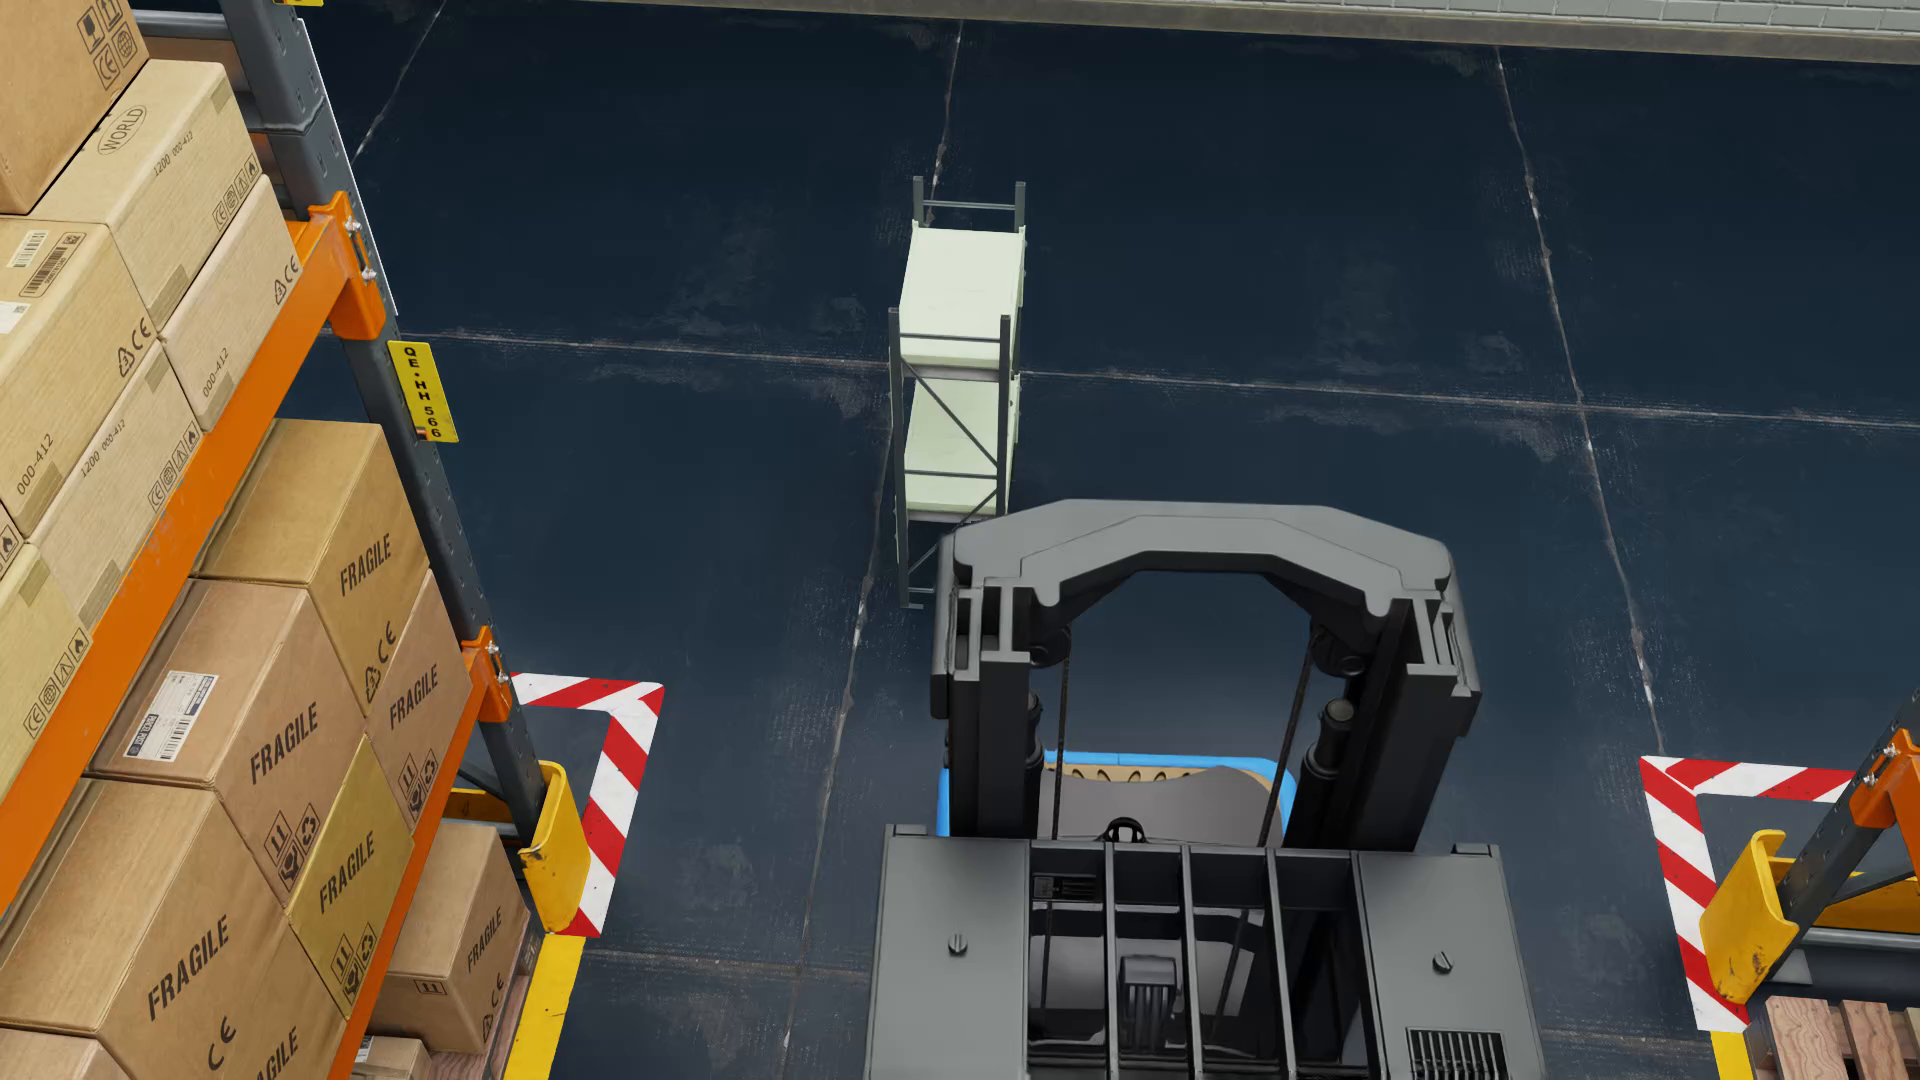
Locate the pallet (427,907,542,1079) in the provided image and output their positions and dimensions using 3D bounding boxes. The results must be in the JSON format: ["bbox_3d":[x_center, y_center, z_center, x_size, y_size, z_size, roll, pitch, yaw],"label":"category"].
[{"bbox_3d":[-1.943,1.668,5.107,1.003,0.211,1.213,4,48,4],"label":"pallet"}]

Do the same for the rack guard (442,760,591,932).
[{"bbox_3d":[-1.871,0.985,5.536,1.175,0.500,0.348,4,48,4],"label":"rack guard"}]

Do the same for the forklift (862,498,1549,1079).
[{"bbox_3d":[0.394,1.435,3.477,1.130,2.935,3.031,2,48,2],"label":"forklift"}]

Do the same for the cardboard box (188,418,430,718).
[{"bbox_3d":[-1.631,0.060,3.943,0.500,0.500,0.500,3,48,3],"label":"cardboard box"}]

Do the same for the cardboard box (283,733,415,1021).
[{"bbox_3d":[-1.678,0.781,3.961,0.500,0.500,0.500,4,48,4],"label":"cardboard box"}]

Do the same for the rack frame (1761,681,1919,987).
[{"bbox_3d":[3.068,0.421,4.358,1.000,3.000,0.127,4,48,4],"label":"rack frame"}]

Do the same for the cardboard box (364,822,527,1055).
[{"bbox_3d":[-1.668,1.197,5.044,0.500,0.500,0.500,4,48,4],"label":"cardboard box"}]

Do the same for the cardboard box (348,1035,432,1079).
[{"bbox_3d":[-1.795,1.601,4.901,0.380,0.166,0.250,4,48,4],"label":"cardboard box"}]

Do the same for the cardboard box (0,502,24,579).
[{"bbox_3d":[-1.751,0.084,2.396,0.500,0.250,0.500,4,48,4],"label":"cardboard box"}]

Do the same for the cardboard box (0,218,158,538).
[{"bbox_3d":[-1.702,-0.283,2.732,0.500,0.250,0.500,4,48,4],"label":"cardboard box"}]

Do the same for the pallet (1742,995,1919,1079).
[{"bbox_3d":[2.955,1.966,4.835,1.003,0.211,1.213,4,48,4],"label":"pallet"}]

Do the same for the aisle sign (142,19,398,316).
[{"bbox_3d":[-1.553,-0.821,3.733,0.394,0.787,0.004,4,48,4],"label":"aisle sign"}]

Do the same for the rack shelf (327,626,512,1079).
[{"bbox_3d":[-2.046,1.798,3.586,1.077,0.370,4.000,4,48,4],"label":"rack shelf"}]

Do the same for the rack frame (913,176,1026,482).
[{"bbox_3d":[0.033,-0.770,6.464,0.400,1.500,0.023,4,48,4],"label":"rack frame"}]

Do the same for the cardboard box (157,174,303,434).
[{"bbox_3d":[-1.648,-0.481,3.252,0.500,0.250,0.500,4,48,4],"label":"cardboard box"}]

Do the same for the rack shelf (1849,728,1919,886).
[{"bbox_3d":[2.886,2.134,3.279,1.077,0.370,4.000,4,48,4],"label":"rack shelf"}]

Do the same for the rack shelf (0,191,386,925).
[{"bbox_3d":[-2.046,0.786,2.479,1.077,0.370,4.000,4,48,4],"label":"rack shelf"}]

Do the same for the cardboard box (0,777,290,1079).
[{"bbox_3d":[-1.718,0.812,3.255,0.500,0.500,0.500,5,48,5],"label":"cardboard box"}]

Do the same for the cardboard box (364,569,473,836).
[{"bbox_3d":[-1.634,0.399,4.310,0.500,0.500,0.500,5,48,5],"label":"cardboard box"}]

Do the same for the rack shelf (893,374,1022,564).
[{"bbox_3d":[-0.001,-0.281,6.459,0.431,0.370,0.720,4,48,4],"label":"rack shelf"}]

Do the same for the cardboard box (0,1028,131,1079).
[{"bbox_3d":[-1.765,1.190,2.910,0.500,0.500,0.500,5,48,5],"label":"cardboard box"}]

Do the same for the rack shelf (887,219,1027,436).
[{"bbox_3d":[-0.001,-0.765,5.930,0.431,0.370,0.720,4,48,4],"label":"rack shelf"}]

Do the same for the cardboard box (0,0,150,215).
[{"bbox_3d":[-1.895,-0.919,2.806,0.700,0.500,0.500,4,48,4],"label":"cardboard box"}]

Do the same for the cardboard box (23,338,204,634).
[{"bbox_3d":[-1.705,-0.114,2.917,0.500,0.250,0.500,4,48,4],"label":"cardboard box"}]

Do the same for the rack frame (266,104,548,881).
[{"bbox_3d":[-1.864,0.085,4.665,1.000,3.000,0.127,4,48,4],"label":"rack frame"}]

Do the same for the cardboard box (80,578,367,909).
[{"bbox_3d":[-1.676,0.431,3.603,0.500,0.500,0.500,5,48,5],"label":"cardboard box"}]

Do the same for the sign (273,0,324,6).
[{"bbox_3d":[-1.313,-1.174,3.184,0.100,0.325,0.005,4,48,4],"label":"sign"}]

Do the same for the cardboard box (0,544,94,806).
[{"bbox_3d":[-1.737,0.254,2.580,0.500,0.250,0.500,4,48,4],"label":"cardboard box"}]

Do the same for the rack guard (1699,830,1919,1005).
[{"bbox_3d":[3.058,1.246,5.297,1.175,0.500,0.348,4,48,4],"label":"rack guard"}]

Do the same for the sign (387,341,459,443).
[{"bbox_3d":[-1.313,-0.360,4.074,0.100,0.325,0.005,4,48,4],"label":"sign"}]

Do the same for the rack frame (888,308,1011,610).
[{"bbox_3d":[-0.034,-0.232,5.972,0.400,1.500,0.023,4,48,4],"label":"rack frame"}]

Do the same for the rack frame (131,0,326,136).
[{"bbox_3d":[-1.864,-1.939,2.451,1.000,3.000,0.127,4,48,4],"label":"rack frame"}]

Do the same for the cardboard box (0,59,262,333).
[{"bbox_3d":[-1.657,-0.650,3.068,0.500,0.250,0.500,4,48,4],"label":"cardboard box"}]

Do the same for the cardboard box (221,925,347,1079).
[{"bbox_3d":[-1.728,1.147,3.626,0.500,0.500,0.500,4,48,4],"label":"cardboard box"}]

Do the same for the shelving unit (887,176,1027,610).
[{"bbox_3d":[-0.001,-0.501,6.218,0.431,1.500,0.755,4,48,4],"label":"shelving unit"}]
